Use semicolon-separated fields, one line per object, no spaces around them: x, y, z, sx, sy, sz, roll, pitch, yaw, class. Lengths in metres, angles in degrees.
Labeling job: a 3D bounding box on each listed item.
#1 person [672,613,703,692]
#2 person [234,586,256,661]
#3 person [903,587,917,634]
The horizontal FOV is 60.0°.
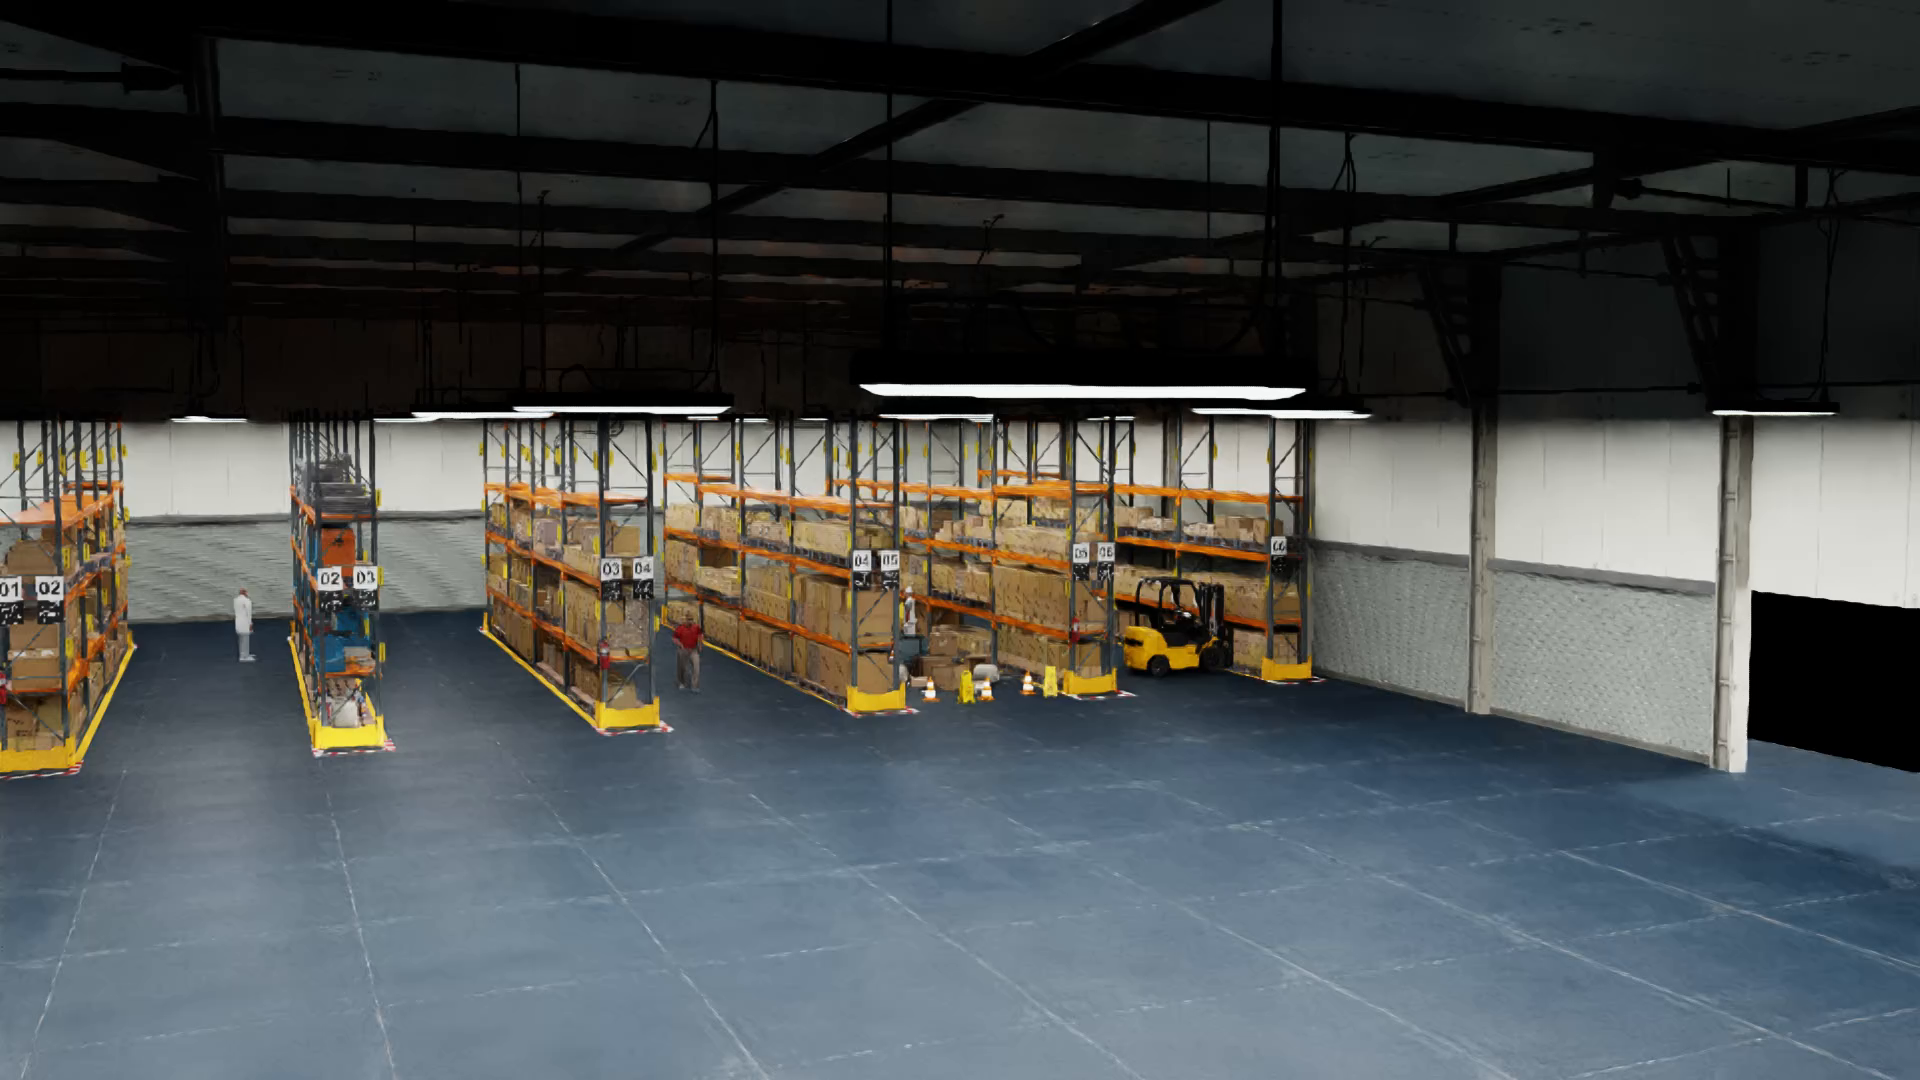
-5.839;2.393;35.725;0.686;1.666;0.867;-1;4;-18;person
-17.225;2.008;40.114;0.640;1.788;0.505;3;5;37;person
-1.267;2.012;40.041;0.568;1.786;0.653;0;4;3;person
